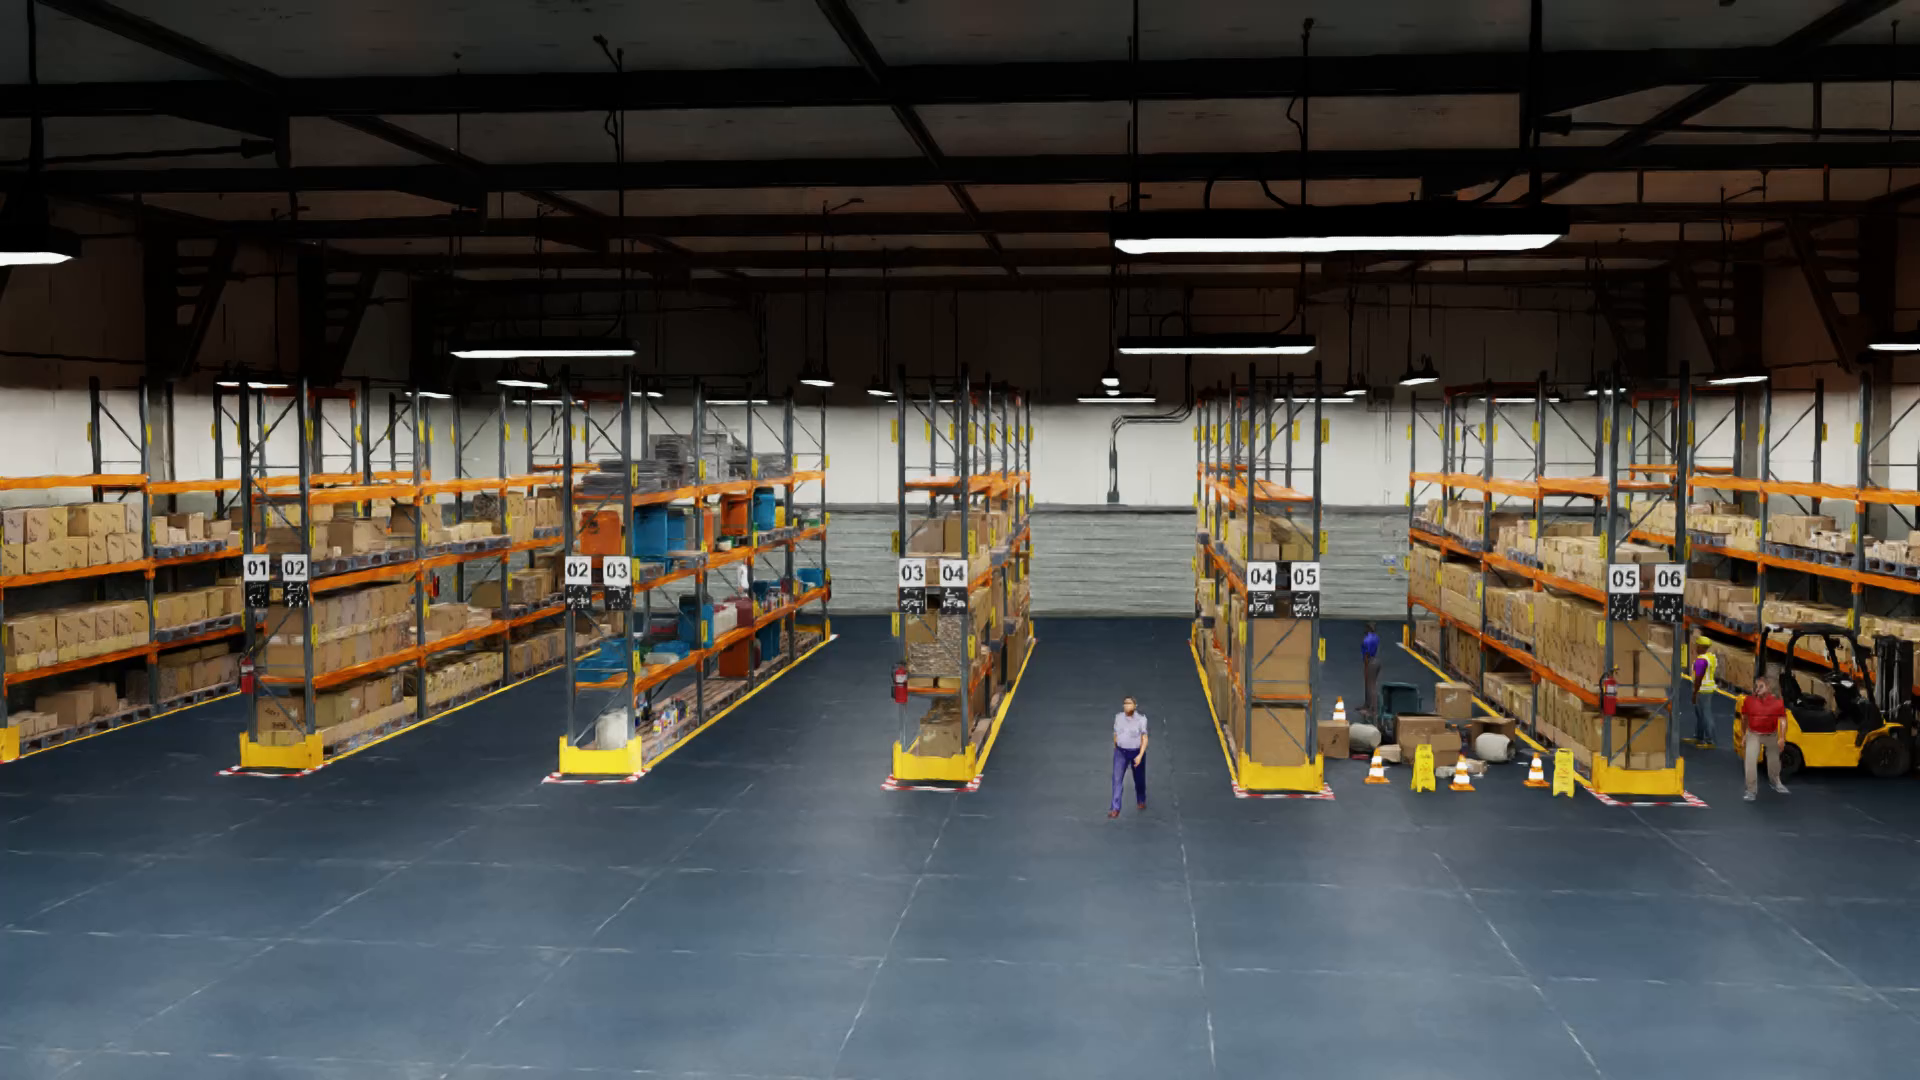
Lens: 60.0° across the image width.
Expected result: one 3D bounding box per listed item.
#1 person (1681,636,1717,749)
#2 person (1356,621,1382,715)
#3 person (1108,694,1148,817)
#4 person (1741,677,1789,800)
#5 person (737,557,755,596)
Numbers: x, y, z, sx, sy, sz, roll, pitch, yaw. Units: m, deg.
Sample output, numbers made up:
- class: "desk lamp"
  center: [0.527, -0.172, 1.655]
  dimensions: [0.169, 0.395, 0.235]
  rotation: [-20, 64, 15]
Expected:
- class: "person"
  center: [11.790, 2.406, 26.477]
  dimensions: [0.580, 1.763, 0.673]
  rotation: [3, 5, 37]
- class: "person"
  center: [7.272, 2.262, 29.632]
  dimensions: [0.467, 1.661, 0.497]
  rotation: [3, 4, 35]
- class: "person"
  center: [2.234, 2.802, 21.765]
  dimensions: [0.477, 1.580, 1.002]
  rotation: [1, 4, 15]
- class: "person"
  center: [11.009, 2.703, 22.763]
  dimensions: [0.605, 1.680, 0.988]
  rotation: [2, 4, 32]
- class: "person"
  center: [-5.851, 1.256, 44.692]
  dimensions: [0.709, 1.768, 0.479]
  rotation: [-3, 5, -38]
